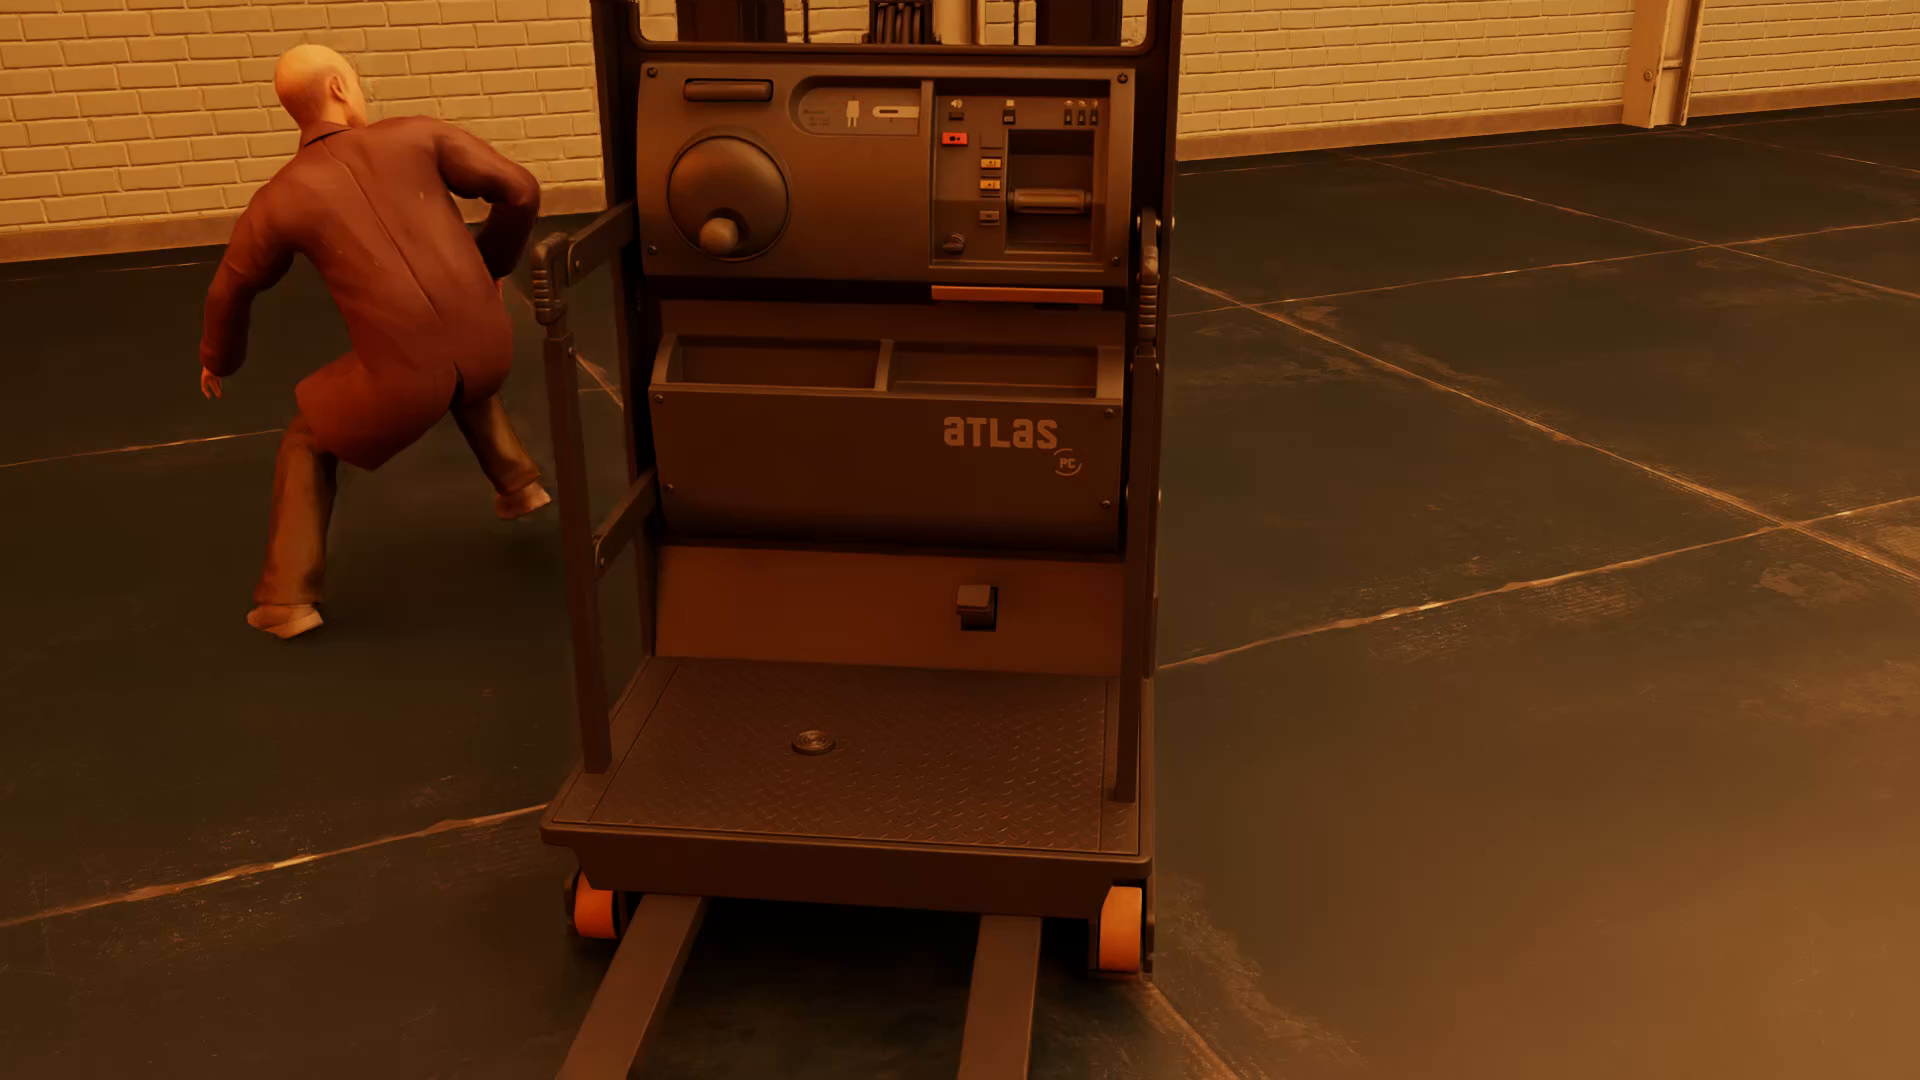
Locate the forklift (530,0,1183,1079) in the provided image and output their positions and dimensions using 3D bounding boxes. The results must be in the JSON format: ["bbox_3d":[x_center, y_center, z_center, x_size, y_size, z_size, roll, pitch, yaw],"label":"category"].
[{"bbox_3d":[-0.163,-0.674,2.909,1.130,2.935,3.031,2,23,5],"label":"forklift"}]

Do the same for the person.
[{"bbox_3d":[-1.601,-0.535,4.523,0.898,1.555,0.711,-15,27,-32],"label":"person"}]
